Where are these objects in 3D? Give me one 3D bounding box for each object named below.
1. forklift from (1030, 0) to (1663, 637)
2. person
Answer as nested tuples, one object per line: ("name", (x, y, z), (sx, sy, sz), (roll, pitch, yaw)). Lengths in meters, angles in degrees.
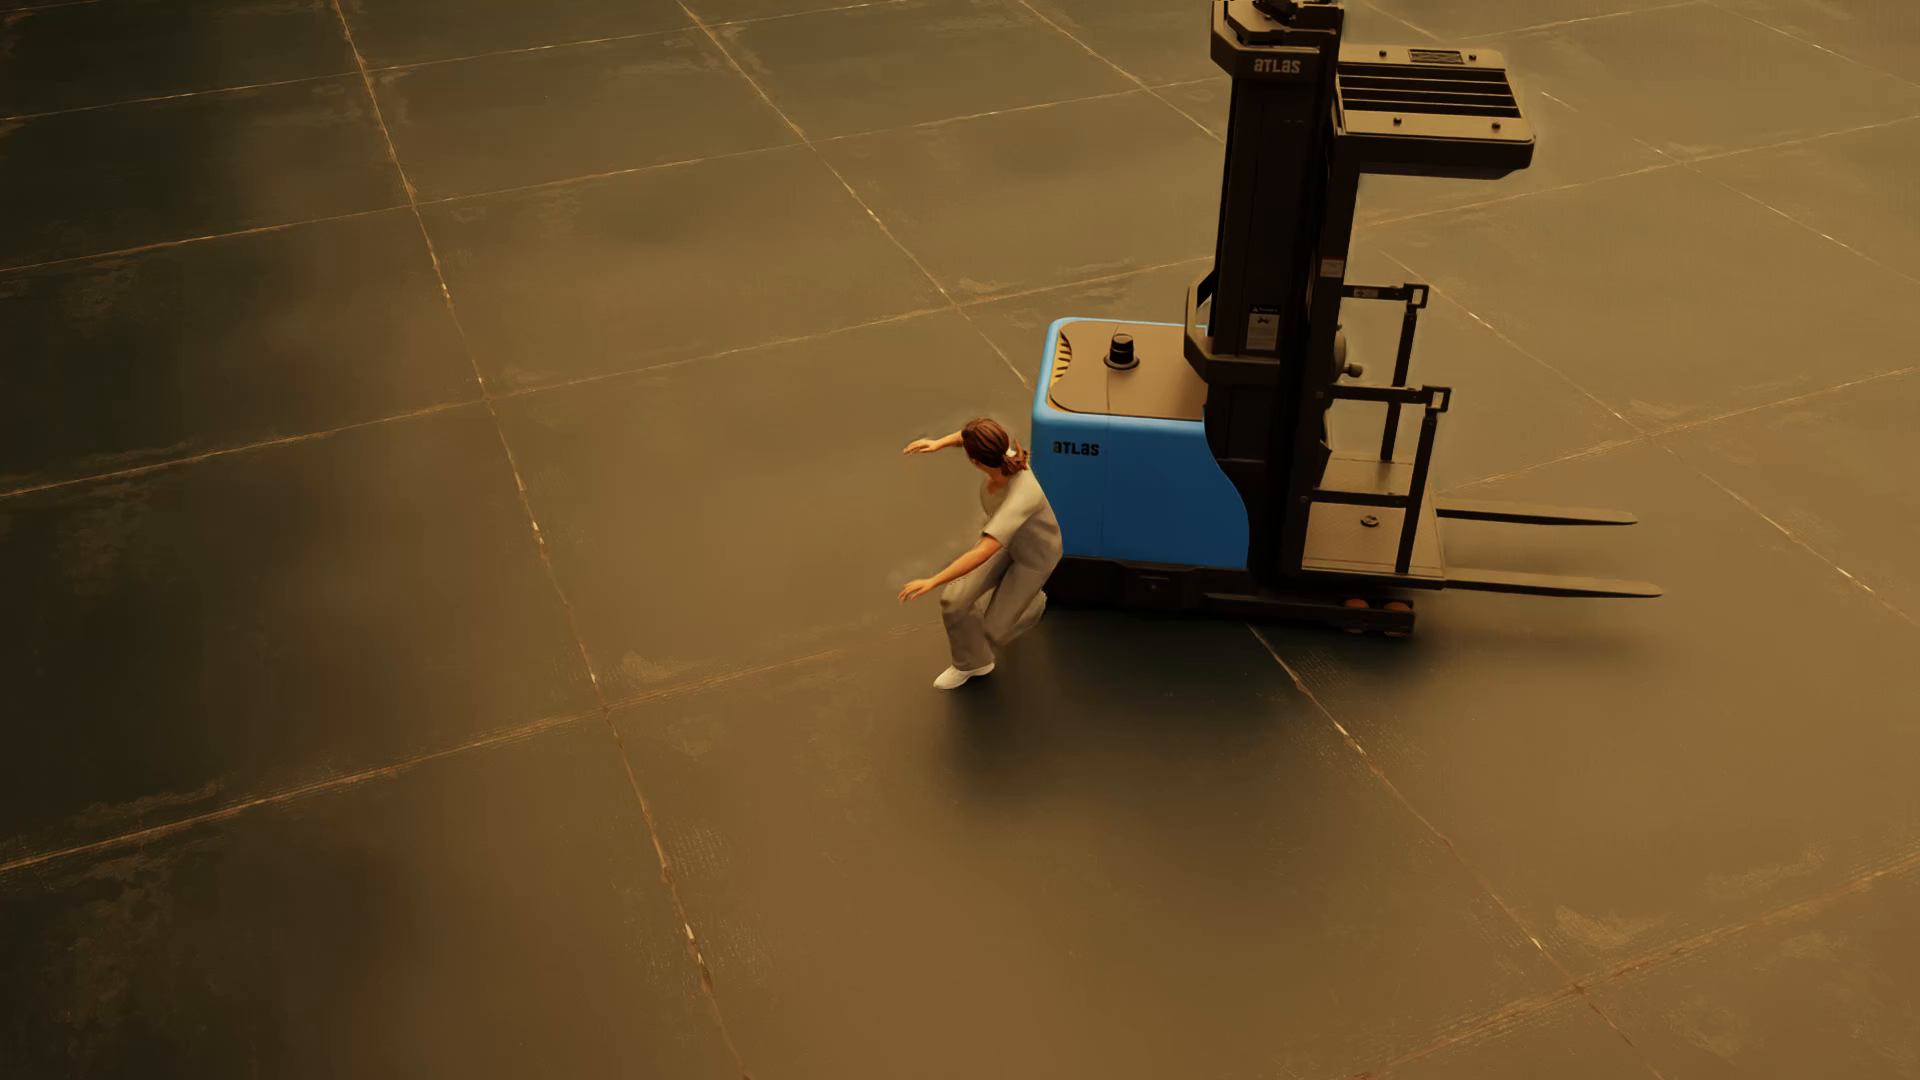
("forklift", (1.874, -1.060, 7.590), (3.031, 2.935, 1.130), (4, 36, 6))
("person", (0.013, 0.062, 7.354), (1.016, 1.406, 0.698), (-26, 43, -32))
